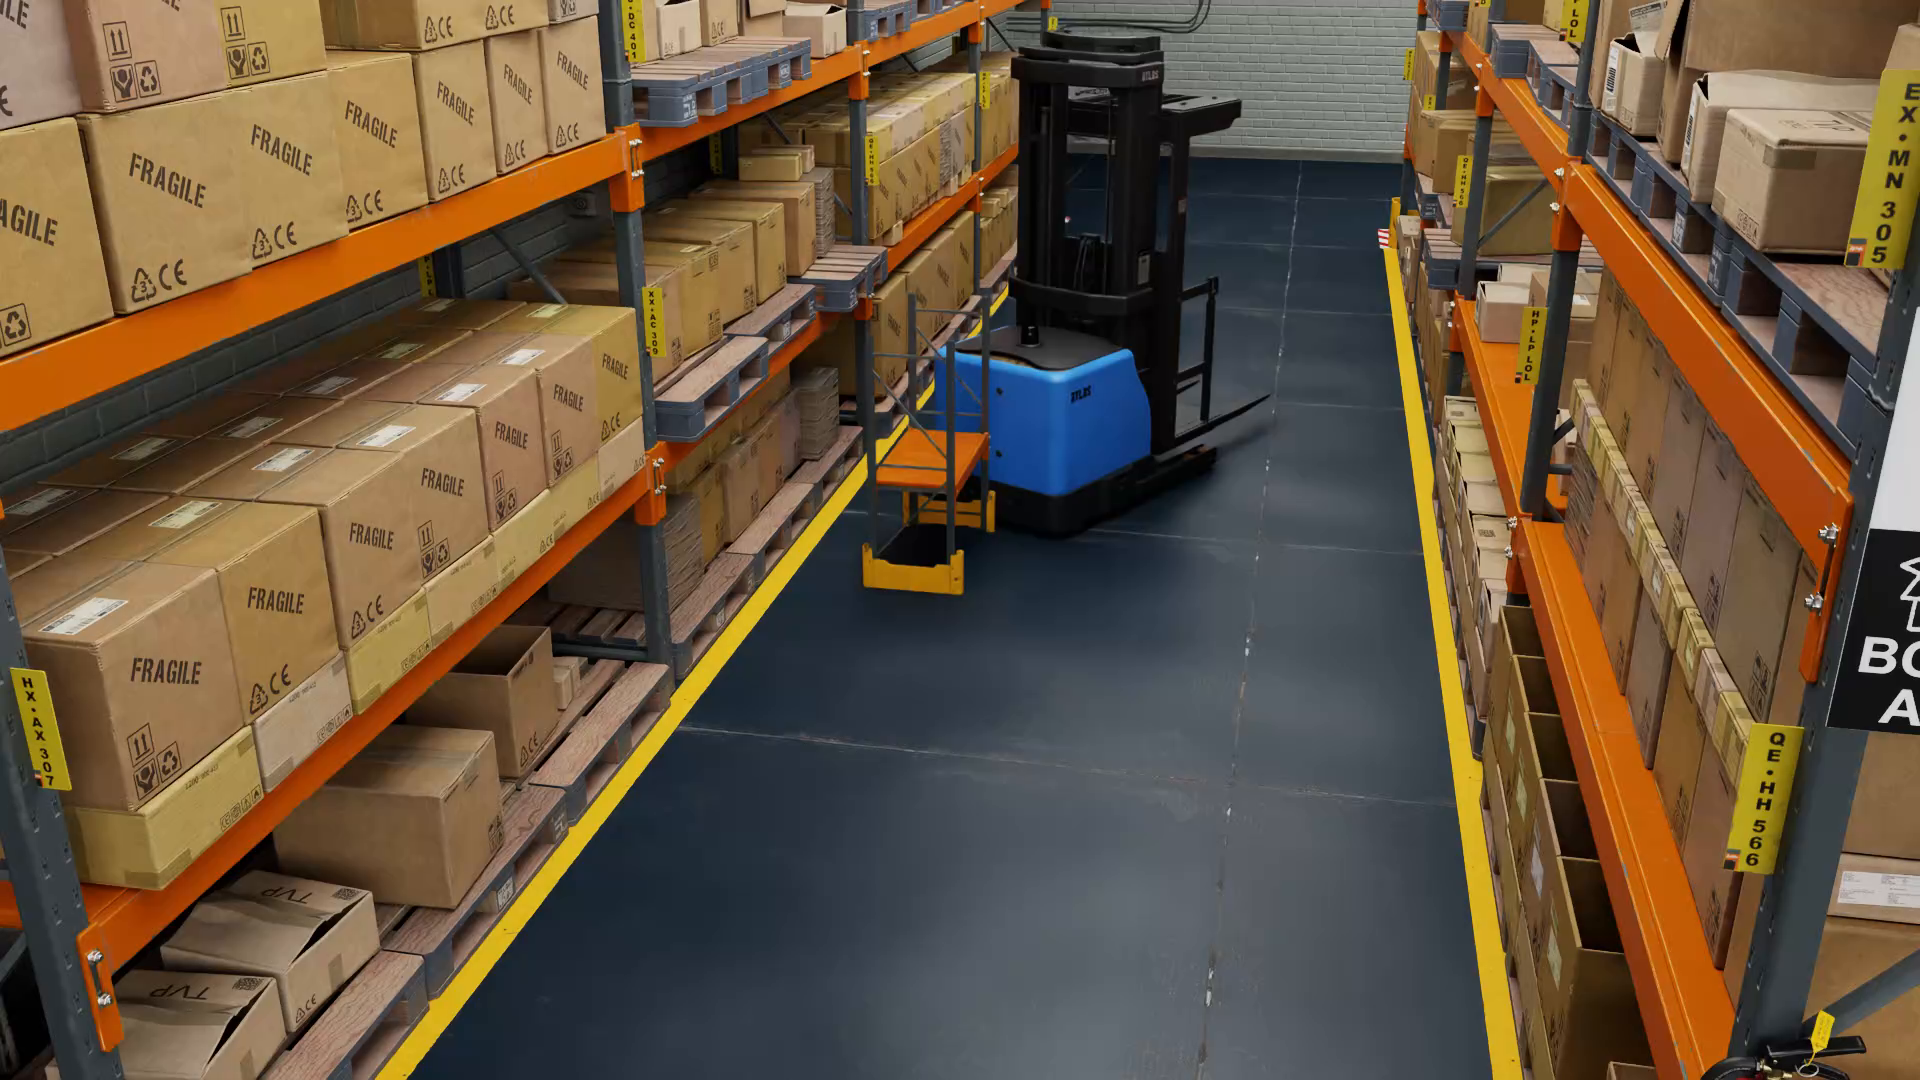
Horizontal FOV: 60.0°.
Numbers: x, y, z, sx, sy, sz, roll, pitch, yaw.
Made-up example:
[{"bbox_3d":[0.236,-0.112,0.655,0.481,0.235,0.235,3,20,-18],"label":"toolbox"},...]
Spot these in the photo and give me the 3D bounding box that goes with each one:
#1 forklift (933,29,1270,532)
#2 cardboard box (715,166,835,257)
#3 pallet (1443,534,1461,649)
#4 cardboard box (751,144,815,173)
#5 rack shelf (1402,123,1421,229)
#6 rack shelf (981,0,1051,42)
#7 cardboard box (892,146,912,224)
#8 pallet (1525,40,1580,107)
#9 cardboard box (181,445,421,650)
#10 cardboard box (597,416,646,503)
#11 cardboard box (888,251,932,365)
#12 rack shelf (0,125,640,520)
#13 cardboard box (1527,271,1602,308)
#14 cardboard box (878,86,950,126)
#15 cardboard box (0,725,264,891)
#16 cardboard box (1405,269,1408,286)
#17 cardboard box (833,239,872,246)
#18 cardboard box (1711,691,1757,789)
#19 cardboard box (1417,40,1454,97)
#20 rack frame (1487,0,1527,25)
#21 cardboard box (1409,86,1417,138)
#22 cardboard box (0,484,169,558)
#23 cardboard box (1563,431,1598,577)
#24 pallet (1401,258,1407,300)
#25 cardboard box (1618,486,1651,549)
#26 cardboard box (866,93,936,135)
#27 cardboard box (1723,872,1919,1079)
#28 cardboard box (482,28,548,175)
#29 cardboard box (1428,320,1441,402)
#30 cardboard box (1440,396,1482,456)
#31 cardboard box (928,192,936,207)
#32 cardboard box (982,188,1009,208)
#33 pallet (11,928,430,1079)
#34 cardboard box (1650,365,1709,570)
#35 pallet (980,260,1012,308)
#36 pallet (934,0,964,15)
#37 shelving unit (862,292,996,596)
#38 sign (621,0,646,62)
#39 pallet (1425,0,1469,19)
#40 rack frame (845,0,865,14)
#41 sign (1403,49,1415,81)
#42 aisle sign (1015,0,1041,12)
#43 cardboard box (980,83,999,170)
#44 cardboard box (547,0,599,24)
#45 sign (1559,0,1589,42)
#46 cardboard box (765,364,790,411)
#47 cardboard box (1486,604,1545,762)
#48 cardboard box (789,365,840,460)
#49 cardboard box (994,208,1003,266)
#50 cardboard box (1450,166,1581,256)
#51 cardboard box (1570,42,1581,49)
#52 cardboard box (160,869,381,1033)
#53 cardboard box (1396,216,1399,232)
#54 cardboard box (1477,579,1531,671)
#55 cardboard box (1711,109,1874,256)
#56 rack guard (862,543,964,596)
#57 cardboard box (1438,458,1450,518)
[{"bbox_3d":[1.130,-1.887,11.117,1.130,2.935,3.031,16,27,35],"label":"forklift"},{"bbox_3d":[-1.217,-2.182,11.035,0.700,0.500,0.500,2,22,5],"label":"cardboard box"},{"bbox_3d":[3.262,0.308,9.306,1.003,0.211,1.213,4,22,11],"label":"pallet"},{"bbox_3d":[-1.172,-2.528,11.023,0.380,0.149,0.250,2,22,4],"label":"cardboard box"},{"bbox_3d":[4.943,-3.589,16.213,1.077,0.370,4.000,4,22,11],"label":"rack shelf"},{"bbox_3d":[0.093,-5.357,16.587,1.077,0.370,4.000,4,22,11],"label":"rack shelf"},{"bbox_3d":[-0.666,-2.647,12.353,0.500,0.500,0.500,5,23,13],"label":"cardboard box"},{"bbox_3d":[3.443,-2.368,8.456,1.003,0.211,1.213,6,23,13],"label":"pallet"},{"bbox_3d":[-2.150,0.013,5.475,0.500,0.500,0.500,4,22,9],"label":"cardboard box"},{"bbox_3d":[-1.747,-0.385,7.469,0.500,0.250,0.500,5,22,11],"label":"cardboard box"},{"bbox_3d":[-0.668,-1.881,13.324,0.750,0.750,0.750,4,22,11],"label":"cardboard box"},{"bbox_3d":[-2.356,-0.968,5.690,1.077,0.370,4.000,4,22,11],"label":"rack shelf"},{"bbox_3d":[3.392,-1.160,9.084,0.500,0.500,0.500,3,22,8],"label":"cardboard box"},{"bbox_3d":[-0.378,-3.546,13.580,0.500,0.250,0.500,5,22,12],"label":"cardboard box"},{"bbox_3d":[-2.353,0.727,4.707,0.500,0.250,0.500,4,22,9],"label":"cardboard box"},{"bbox_3d":[4.391,-2.445,15.636,0.380,0.149,0.250,4,22,11],"label":"cardboard box"},{"bbox_3d":[-0.837,-2.100,11.862,0.380,0.149,0.250,4,22,10],"label":"cardboard box"},{"bbox_3d":[2.082,0.507,4.079,0.380,0.149,0.250,4,22,10],"label":"cardboard box"},{"bbox_3d":[4.796,-4.648,16.406,0.500,0.500,0.500,5,22,12],"label":"cardboard box"},{"bbox_3d":[3.719,-4.511,9.509,1.000,3.000,0.127,4,22,11],"label":"rack frame"},{"bbox_3d":[4.903,-4.369,17.053,0.500,0.500,0.500,4,22,10],"label":"cardboard box"},{"bbox_3d":[-2.763,0.162,5.107,0.500,0.500,0.500,5,22,12],"label":"cardboard box"},{"bbox_3d":[2.818,-0.149,6.575,0.700,0.500,0.500,4,22,10],"label":"cardboard box"},{"bbox_3d":[4.923,-2.596,16.518,1.003,0.211,1.213,4,22,11],"label":"pallet"},{"bbox_3d":[2.399,-0.058,5.479,0.380,0.149,0.250,4,22,9],"label":"cardboard box"},{"bbox_3d":[-0.481,-3.359,13.117,0.500,0.250,0.500,4,22,10],"label":"cardboard box"},{"bbox_3d":[2.194,0.981,3.768,0.700,0.500,0.500,4,22,11],"label":"cardboard box"},{"bbox_3d":[-1.924,-1.701,6.387,0.500,0.500,0.500,3,22,6],"label":"cardboard box"},{"bbox_3d":[3.786,-1.322,12.378,0.500,0.500,0.500,4,22,9],"label":"cardboard box"},{"bbox_3d":[3.325,-0.739,10.540,0.500,0.311,0.500,5,23,13],"label":"cardboard box"},{"bbox_3d":[-0.409,-2.854,13.734,0.380,0.149,0.250,4,22,9],"label":"cardboard box"},{"bbox_3d":[0.293,-3.472,16.874,0.380,0.149,0.250,4,22,9],"label":"cardboard box"},{"bbox_3d":[-2.548,1.792,5.620,1.003,0.211,1.213,4,22,11],"label":"pallet"},{"bbox_3d":[2.511,-0.200,4.965,0.700,0.500,0.500,4,22,11],"label":"cardboard box"},{"bbox_3d":[-0.083,-2.546,16.393,1.003,0.211,1.213,4,22,11],"label":"pallet"},{"bbox_3d":[-0.454,-4.531,13.830,0.805,0.209,1.217,4,22,9],"label":"pallet"},{"bbox_3d":[-0.170,-0.595,9.822,0.587,1.500,1.083,4,22,11],"label":"shelving unit"},{"bbox_3d":[-1.415,-2.234,7.179,0.100,0.325,0.005,4,22,11],"label":"sign"},{"bbox_3d":[4.333,-4.262,13.158,1.213,0.211,1.003,4,22,11],"label":"pallet"},{"bbox_3d":[-1.131,-4.887,10.443,1.000,3.000,0.127,4,22,11],"label":"rack frame"},{"bbox_3d":[4.820,-5.097,17.835,0.100,0.325,0.005,4,22,11],"label":"sign"},{"bbox_3d":[0.809,-6.240,18.352,0.394,0.787,0.004,4,22,11],"label":"aisle sign"},{"bbox_3d":[-0.188,-3.904,15.630,0.980,0.700,0.700,5,22,12],"label":"cardboard box"},{"bbox_3d":[-1.784,-2.349,6.656,0.500,0.500,0.500,3,22,6],"label":"cardboard box"},{"bbox_3d":[2.369,-2.080,6.376,0.100,0.325,0.005,4,22,11],"label":"sign"},{"bbox_3d":[-1.405,-1.026,10.639,0.500,0.250,0.500,5,22,12],"label":"cardboard box"},{"bbox_3d":[2.502,0.613,6.931,0.500,0.500,0.500,4,22,11],"label":"cardboard box"},{"bbox_3d":[-1.227,-0.882,11.285,0.700,0.500,0.500,5,22,12],"label":"cardboard box"},{"bbox_3d":[0.044,-3.052,16.700,0.700,0.500,0.500,4,22,10],"label":"cardboard box"},{"bbox_3d":[3.737,-2.208,11.126,0.700,0.500,0.500,-3,22,-7],"label":"cardboard box"},{"bbox_3d":[3.464,-2.673,8.600,0.500,0.250,0.500,4,22,10],"label":"cardboard box"},{"bbox_3d":[-2.418,1.410,5.849,0.500,0.311,0.500,6,23,15],"label":"cardboard box"},{"bbox_3d":[4.929,-3.409,18.030,0.380,0.149,0.250,4,22,11],"label":"cardboard box"},{"bbox_3d":[2.705,0.385,7.750,0.500,0.311,0.500,4,22,11],"label":"cardboard box"},{"bbox_3d":[2.063,-0.825,3.824,0.500,0.250,0.500,4,22,11],"label":"cardboard box"},{"bbox_3d":[-0.271,0.167,9.603,0.587,0.250,0.087,4,22,11],"label":"rack guard"},{"bbox_3d":[3.223,-0.295,10.188,0.500,0.250,0.500,4,22,9],"label":"cardboard box"}]
